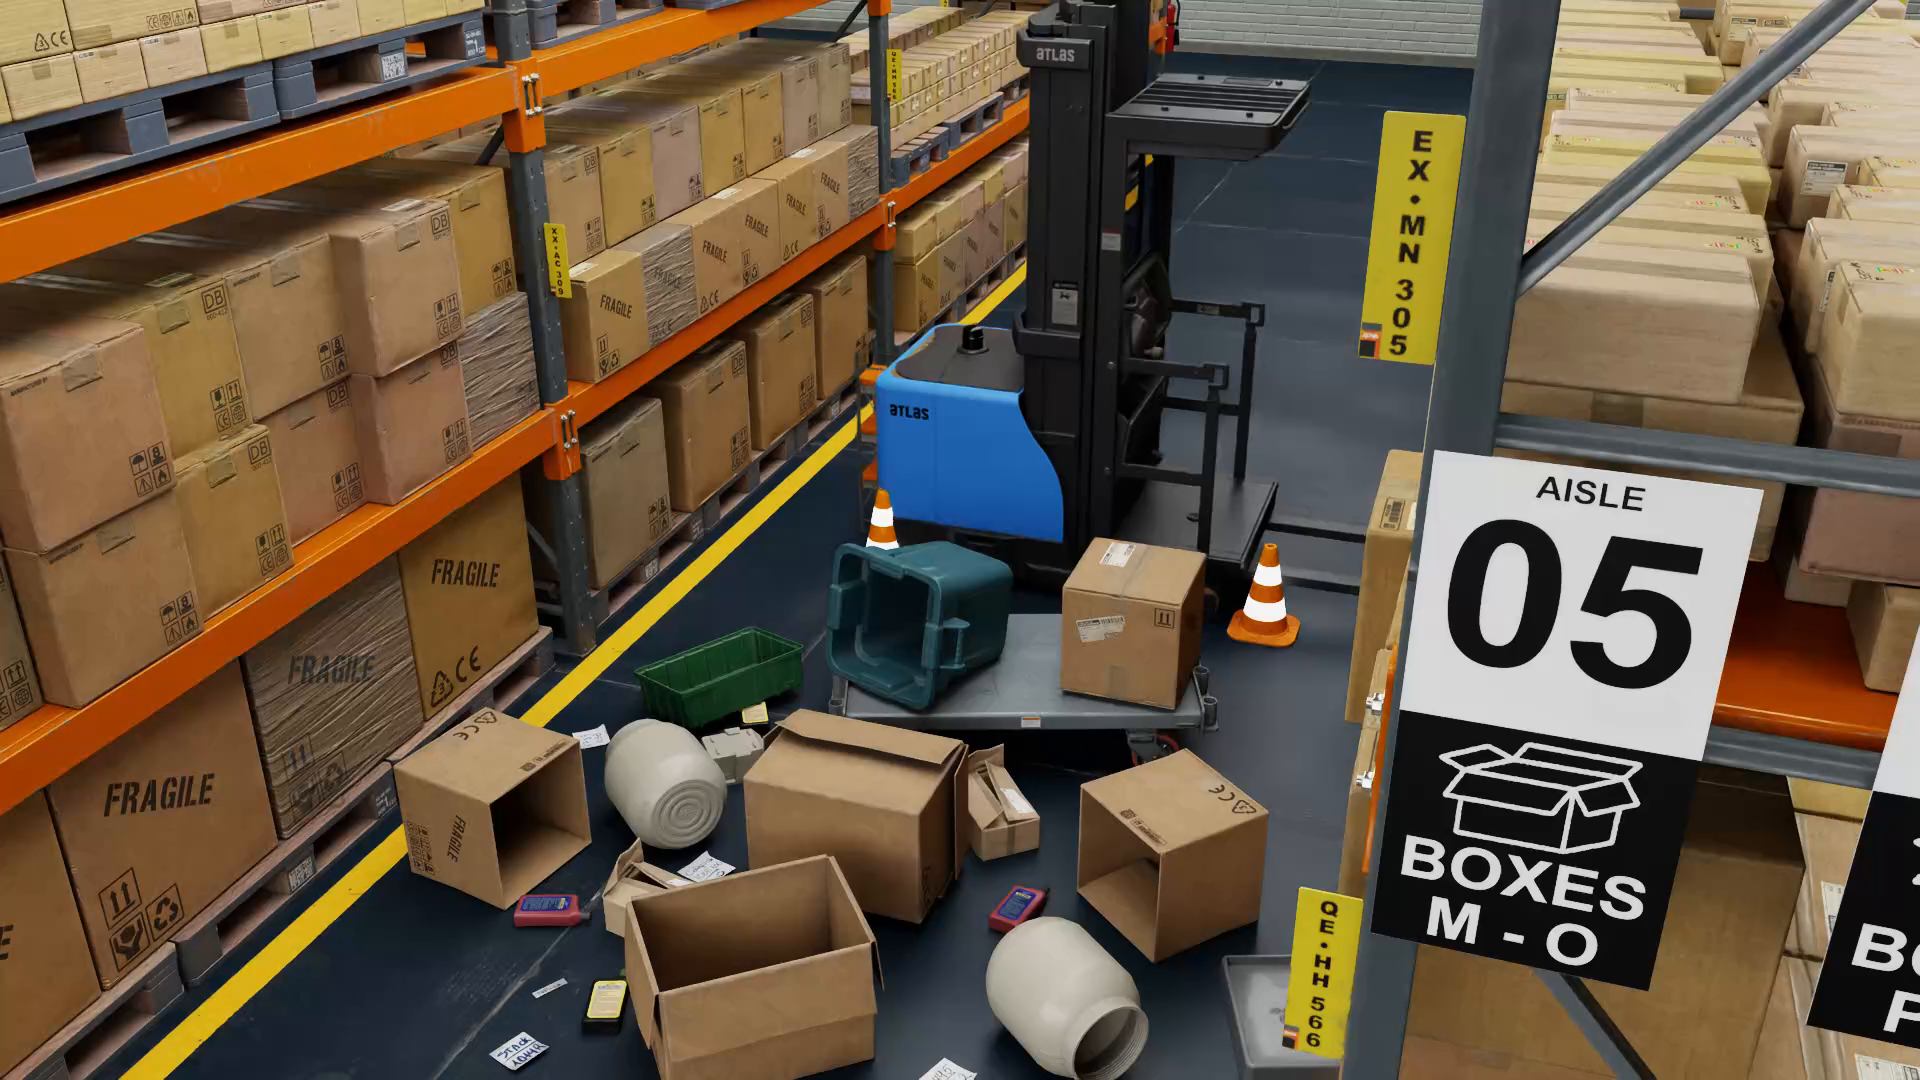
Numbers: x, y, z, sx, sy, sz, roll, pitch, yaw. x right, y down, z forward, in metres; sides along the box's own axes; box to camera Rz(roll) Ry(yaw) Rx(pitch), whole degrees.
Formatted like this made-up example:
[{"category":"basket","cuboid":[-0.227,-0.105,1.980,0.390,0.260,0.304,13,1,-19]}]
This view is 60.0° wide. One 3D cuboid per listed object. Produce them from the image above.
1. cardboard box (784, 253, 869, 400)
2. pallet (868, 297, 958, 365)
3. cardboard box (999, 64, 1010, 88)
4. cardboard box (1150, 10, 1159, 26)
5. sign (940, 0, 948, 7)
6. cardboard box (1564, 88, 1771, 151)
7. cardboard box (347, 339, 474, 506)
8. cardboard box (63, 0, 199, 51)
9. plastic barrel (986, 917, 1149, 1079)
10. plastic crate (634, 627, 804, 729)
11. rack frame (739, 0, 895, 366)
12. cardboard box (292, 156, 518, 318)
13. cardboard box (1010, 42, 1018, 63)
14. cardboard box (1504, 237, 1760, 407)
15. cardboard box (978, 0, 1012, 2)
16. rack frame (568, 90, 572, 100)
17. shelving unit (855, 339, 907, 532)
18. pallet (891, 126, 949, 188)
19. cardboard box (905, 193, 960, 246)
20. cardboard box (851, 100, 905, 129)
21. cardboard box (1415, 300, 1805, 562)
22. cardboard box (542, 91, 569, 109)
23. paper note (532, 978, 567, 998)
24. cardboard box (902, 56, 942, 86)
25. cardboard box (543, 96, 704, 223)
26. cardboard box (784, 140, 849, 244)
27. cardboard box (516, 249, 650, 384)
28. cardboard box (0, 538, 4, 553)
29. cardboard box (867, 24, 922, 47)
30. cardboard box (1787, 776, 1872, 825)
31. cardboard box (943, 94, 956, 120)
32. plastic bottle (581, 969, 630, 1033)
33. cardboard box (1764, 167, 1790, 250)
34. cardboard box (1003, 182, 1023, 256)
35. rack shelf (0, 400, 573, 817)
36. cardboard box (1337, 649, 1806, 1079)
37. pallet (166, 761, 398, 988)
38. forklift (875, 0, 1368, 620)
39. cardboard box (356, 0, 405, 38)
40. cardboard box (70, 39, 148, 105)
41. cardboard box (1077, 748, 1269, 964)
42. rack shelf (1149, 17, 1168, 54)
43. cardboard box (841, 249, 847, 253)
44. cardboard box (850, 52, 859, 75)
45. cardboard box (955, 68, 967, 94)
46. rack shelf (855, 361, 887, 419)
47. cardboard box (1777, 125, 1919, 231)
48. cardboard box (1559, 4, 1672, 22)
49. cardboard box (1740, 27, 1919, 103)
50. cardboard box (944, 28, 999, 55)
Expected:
[{"category":"cardboard box","cuboid":[-1.229,-1.451,10.905,1.050,0.750,0.750,8,27,17]},{"category":"pallet","cuboid":[-0.680,-1.578,12.267,1.003,0.211,1.213,9,27,17]},{"category":"cardboard box","cuboid":[0.190,-3.728,13.314,0.380,0.149,0.250,7,27,15]},{"category":"cardboard box","cuboid":[1.879,-5.512,17.480,0.380,0.149,0.250,9,27,18]},{"category":"sign","cuboid":[-0.125,-4.621,14.359,0.100,0.325,0.005,9,27,17]},{"category":"cardboard box","cuboid":[1.455,-0.834,3.461,0.380,0.149,0.250,8,27,16]},{"category":"cardboard box","cuboid":[-2.546,-0.553,6.778,0.875,0.550,0.550,9,27,17]},{"category":"cardboard box","cuboid":[-2.698,-1.658,5.025,0.500,0.250,0.500,9,27,17]},{"category":"plastic barrel","cuboid":[0.357,1.543,5.578,0.421,0.421,0.512,-14,29,-27]},{"category":"plastic crate","cuboid":[-1.095,0.633,7.662,0.662,0.188,0.450,-20,23,-36]},{"category":"rack frame","cuboid":[-0.942,-2.512,10.996,1.000,3.000,0.127,9,27,17]},{"category":"cardboard box","cuboid":[-2.428,-1.275,7.031,0.875,0.550,0.550,9,27,17]},{"category":"cardboard box","cuboid":[0.271,-3.964,13.459,0.380,0.149,0.250,10,28,20]},{"category":"cardboard box","cuboid":[0.932,-0.326,2.412,0.380,0.149,0.250,9,27,18]},{"category":"cardboard box","cuboid":[0.291,-5.017,14.567,0.500,0.500,0.500,8,27,16]},{"category":"rack frame","cuboid":[-4.254,-4.917,15.963,1.000,3.000,0.127,9,27,17]},{"category":"shelving unit","cuboid":[-0.425,-0.561,9.204,0.215,1.050,0.252,9,27,17]},{"category":"pallet","cuboid":[-0.805,-2.734,11.675,1.213,0.211,1.003,9,27,17]},{"category":"cardboard box","cuboid":[-0.315,-2.370,12.229,0.500,0.250,0.500,8,27,17]},{"category":"cardboard box","cuboid":[-0.592,-2.891,11.245,0.380,0.149,0.250,10,28,20]},{"category":"cardboard box","cuboid":[1.014,-0.214,2.639,0.500,0.250,0.500,8,27,17]},{"category":"cardboard box","cuboid":[-4.448,-3.884,15.785,1.225,0.875,0.875,9,27,18]},{"category":"paper note","cuboid":[-1.463,1.599,5.935,0.123,0.001,0.032,-20,33,-36]},{"category":"cardboard box","cuboid":[-0.344,-3.337,11.825,0.380,0.149,0.250,8,27,15]},{"category":"cardboard box","cuboid":[-1.775,-1.988,8.651,0.700,0.500,0.500,9,27,18]},{"category":"cardboard box","cuboid":[-1.006,-2.128,10.089,0.500,0.500,0.500,9,27,17]},{"category":"cardboard box","cuboid":[-1.844,-1.090,7.945,0.500,0.500,0.500,9,27,18]},{"category":"cardboard box","cuboid":[-3.348,-0.164,4.736,0.875,0.550,0.550,9,27,17]},{"category":"cardboard box","cuboid":[-0.520,-3.977,13.145,0.380,0.149,0.250,9,27,17]},{"category":"cardboard box","cuboid":[1.855,0.696,3.915,0.500,0.500,0.500,8,27,16]},{"category":"cardboard box","cuboid":[-0.249,-3.185,12.192,0.380,0.149,0.250,10,27,19]},{"category":"plastic bottle","cuboid":[-1.238,1.614,5.846,0.133,0.061,0.283,0,26,-1]},{"category":"cardboard box","cuboid":[1.842,-0.554,3.341,0.500,0.250,0.500,10,27,19]},{"category":"cardboard box","cuboid":[0.210,-2.668,13.706,0.500,0.500,0.500,8,27,16]},{"category":"rack shelf","cuboid":[-2.938,0.277,6.061,1.077,0.370,4.000,9,27,17]},{"category":"cardboard box","cuboid":[1.062,0.581,3.004,0.700,0.500,0.500,8,27,16]},{"category":"pallet","cuboid":[-3.004,1.191,6.548,1.003,0.211,1.213,9,27,17]},{"category":"forklift","cuboid":[1.122,-1.174,8.311,3.031,2.935,1.130,9,27,17]},{"category":"cardboard box","cuboid":[-2.261,-1.933,6.050,0.380,0.149,0.250,9,27,18]},{"category":"cardboard box","cuboid":[-2.683,-1.413,4.977,0.380,0.149,0.250,9,27,18]},{"category":"cardboard box","cuboid":[0.789,1.175,6.247,0.500,0.500,0.500,-14,29,-27]},{"category":"rack shelf","cuboid":[1.055,-4.654,16.246,1.077,0.370,4.000,9,27,17]},{"category":"cardboard box","cuboid":[-0.961,-2.233,11.945,0.500,0.250,0.500,8,27,16]},{"category":"cardboard box","cuboid":[-0.953,-3.445,12.046,0.380,0.149,0.250,10,27,19]},{"category":"cardboard box","cuboid":[-0.164,-3.421,12.338,0.380,0.149,0.250,8,27,17]},{"category":"rack shelf","cuboid":[-0.425,-0.807,9.085,0.215,0.259,0.240,9,27,17]},{"category":"cardboard box","cuboid":[1.764,-0.668,3.119,0.380,0.149,0.250,9,27,17]},{"category":"cardboard box","cuboid":[1.748,-1.383,4.596,0.380,0.149,0.250,9,27,17]},{"category":"cardboard box","cuboid":[2.197,-1.196,4.209,0.380,0.149,0.250,8,27,16]},{"category":"cardboard box","cuboid":[0.091,-3.881,12.948,0.380,0.149,0.250,8,27,16]}]
